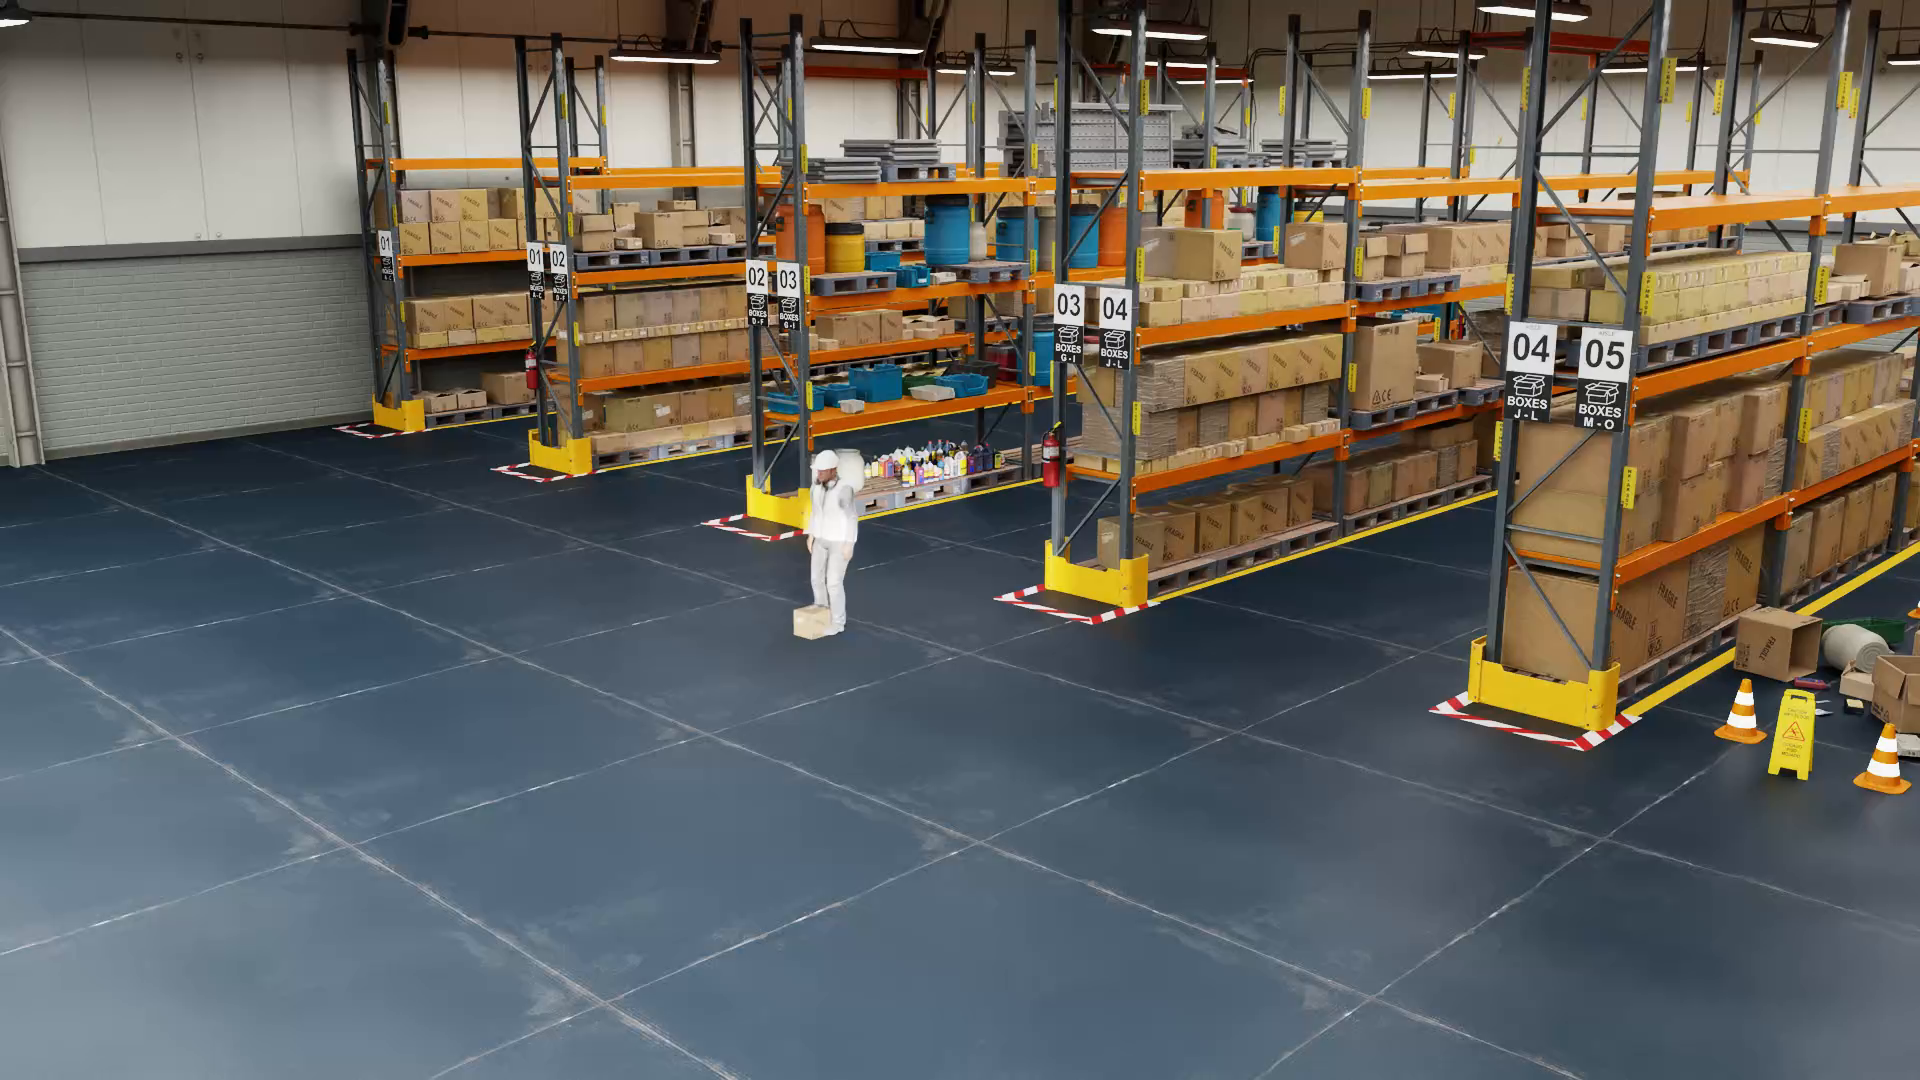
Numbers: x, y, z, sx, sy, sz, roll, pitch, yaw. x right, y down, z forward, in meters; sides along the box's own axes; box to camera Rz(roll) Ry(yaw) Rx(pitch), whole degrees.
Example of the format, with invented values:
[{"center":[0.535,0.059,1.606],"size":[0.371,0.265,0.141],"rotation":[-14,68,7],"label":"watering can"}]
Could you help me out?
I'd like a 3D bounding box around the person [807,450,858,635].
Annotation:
[{"center":[-1.238,0.006,15.925],"size":[0.581,1.766,0.476],"rotation":[12,18,40],"label":"person"}]
